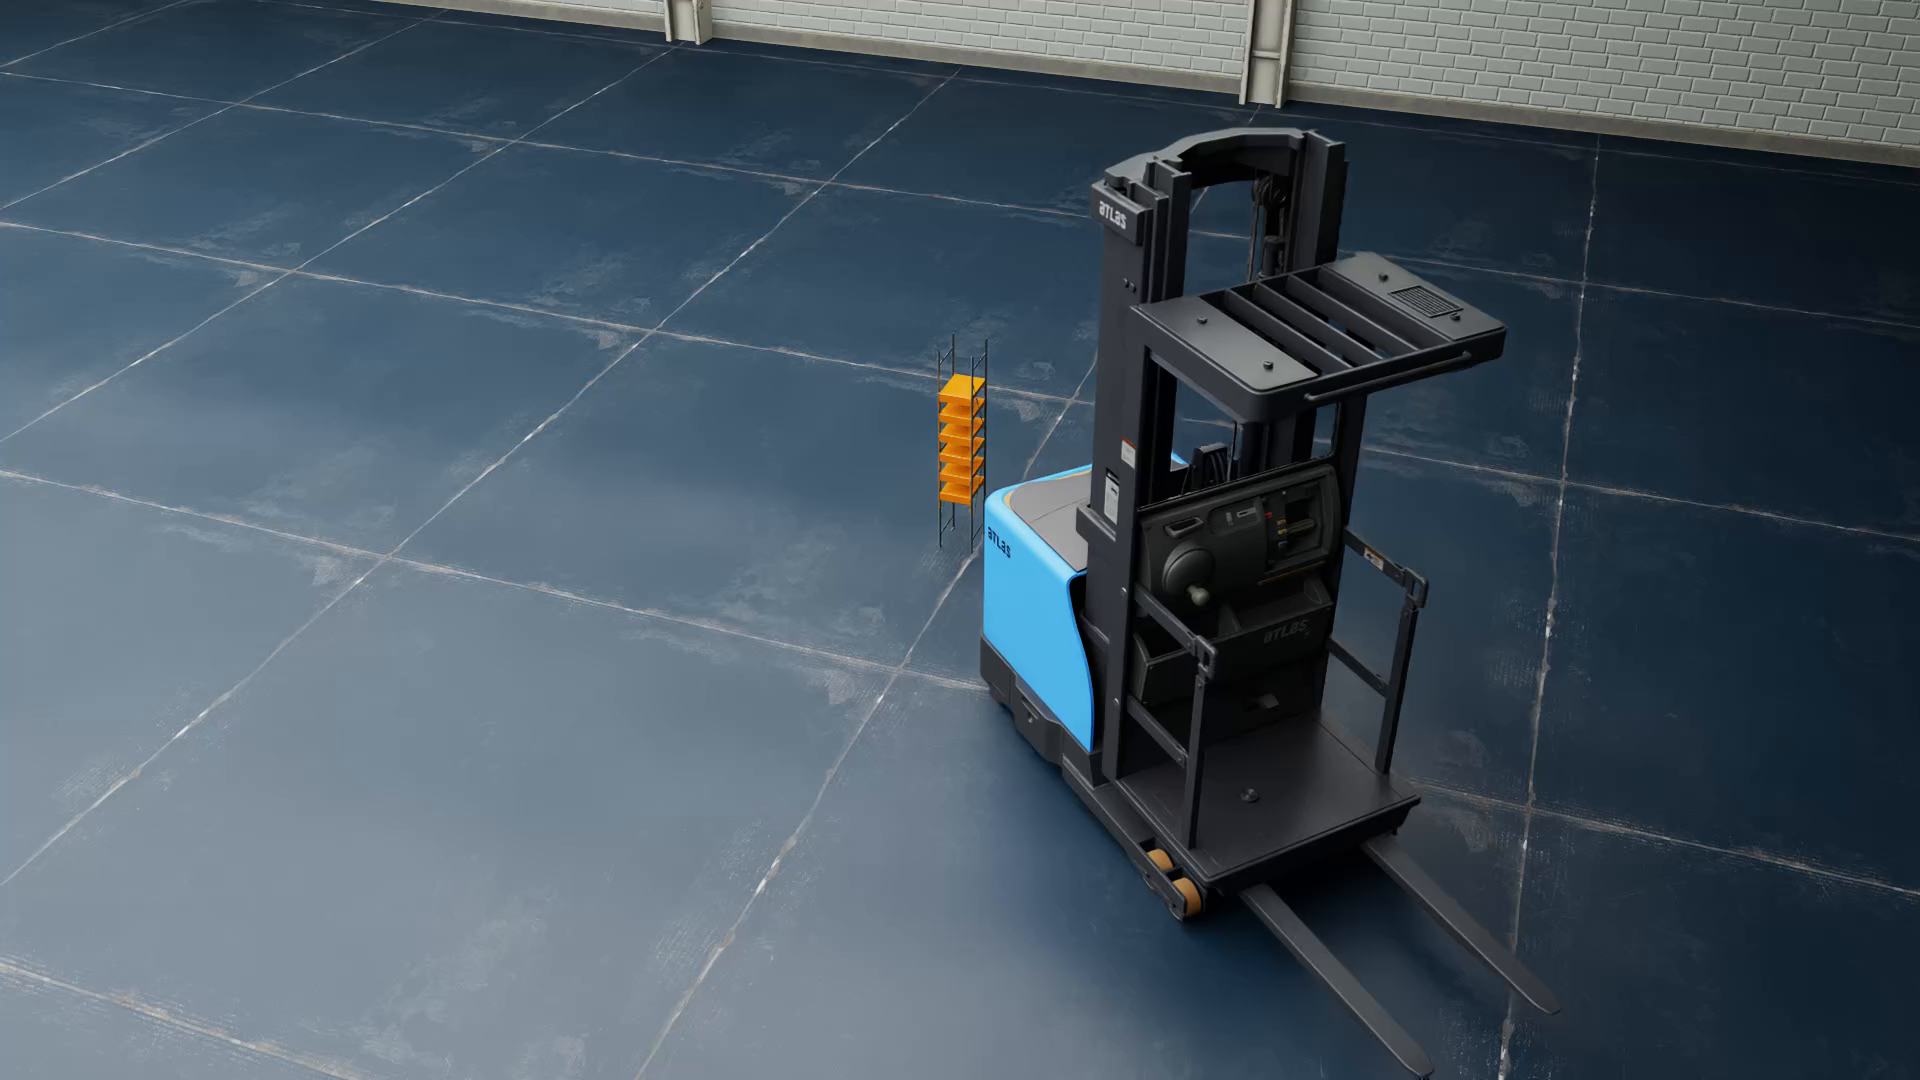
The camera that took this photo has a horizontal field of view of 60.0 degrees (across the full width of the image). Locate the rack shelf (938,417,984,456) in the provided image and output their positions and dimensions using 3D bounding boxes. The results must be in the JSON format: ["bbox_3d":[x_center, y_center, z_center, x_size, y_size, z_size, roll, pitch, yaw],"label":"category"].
[{"bbox_3d":[0.014,-0.565,8.848,0.180,0.103,0.258,11,34,16],"label":"rack shelf"}]

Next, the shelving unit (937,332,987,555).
[{"bbox_3d":[0.014,-0.501,8.888,0.189,1.200,0.258,11,34,16],"label":"shelving unit"}]

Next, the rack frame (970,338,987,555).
[{"bbox_3d":[0.100,-0.485,8.863,0.006,1.200,0.240,11,34,16],"label":"rack frame"}]

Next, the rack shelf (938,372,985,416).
[{"bbox_3d":[0.014,-0.767,8.717,0.180,0.103,0.258,11,34,16],"label":"rack shelf"}]

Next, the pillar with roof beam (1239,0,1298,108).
[{"bbox_3d":[1.389,-5.699,9.749,0.400,9.000,9.100,11,34,16],"label":"pillar with roof beam"}]

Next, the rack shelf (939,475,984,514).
[{"bbox_3d":[0.014,-0.262,9.043,0.180,0.103,0.258,11,34,16],"label":"rack shelf"}]

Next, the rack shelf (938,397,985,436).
[{"bbox_3d":[0.014,-0.666,8.782,0.180,0.103,0.258,11,34,16],"label":"rack shelf"}]

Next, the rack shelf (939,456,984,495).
[{"bbox_3d":[0.014,-0.363,8.978,0.180,0.103,0.258,11,34,16],"label":"rack shelf"}]

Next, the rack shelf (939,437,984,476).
[{"bbox_3d":[0.014,-0.464,8.913,0.180,0.103,0.258,11,34,16],"label":"rack shelf"}]

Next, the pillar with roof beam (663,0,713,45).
[{"bbox_3d":[-4.259,-6.797,11.450,0.400,9.000,9.100,11,34,16],"label":"pillar with roof beam"}]

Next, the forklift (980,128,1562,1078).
[{"bbox_3d":[1.225,0.041,6.452,1.130,2.935,3.031,-16,36,-23],"label":"forklift"}]

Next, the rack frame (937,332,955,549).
[{"bbox_3d":[-0.073,-0.518,8.914,0.006,1.200,0.240,11,34,16],"label":"rack frame"}]
